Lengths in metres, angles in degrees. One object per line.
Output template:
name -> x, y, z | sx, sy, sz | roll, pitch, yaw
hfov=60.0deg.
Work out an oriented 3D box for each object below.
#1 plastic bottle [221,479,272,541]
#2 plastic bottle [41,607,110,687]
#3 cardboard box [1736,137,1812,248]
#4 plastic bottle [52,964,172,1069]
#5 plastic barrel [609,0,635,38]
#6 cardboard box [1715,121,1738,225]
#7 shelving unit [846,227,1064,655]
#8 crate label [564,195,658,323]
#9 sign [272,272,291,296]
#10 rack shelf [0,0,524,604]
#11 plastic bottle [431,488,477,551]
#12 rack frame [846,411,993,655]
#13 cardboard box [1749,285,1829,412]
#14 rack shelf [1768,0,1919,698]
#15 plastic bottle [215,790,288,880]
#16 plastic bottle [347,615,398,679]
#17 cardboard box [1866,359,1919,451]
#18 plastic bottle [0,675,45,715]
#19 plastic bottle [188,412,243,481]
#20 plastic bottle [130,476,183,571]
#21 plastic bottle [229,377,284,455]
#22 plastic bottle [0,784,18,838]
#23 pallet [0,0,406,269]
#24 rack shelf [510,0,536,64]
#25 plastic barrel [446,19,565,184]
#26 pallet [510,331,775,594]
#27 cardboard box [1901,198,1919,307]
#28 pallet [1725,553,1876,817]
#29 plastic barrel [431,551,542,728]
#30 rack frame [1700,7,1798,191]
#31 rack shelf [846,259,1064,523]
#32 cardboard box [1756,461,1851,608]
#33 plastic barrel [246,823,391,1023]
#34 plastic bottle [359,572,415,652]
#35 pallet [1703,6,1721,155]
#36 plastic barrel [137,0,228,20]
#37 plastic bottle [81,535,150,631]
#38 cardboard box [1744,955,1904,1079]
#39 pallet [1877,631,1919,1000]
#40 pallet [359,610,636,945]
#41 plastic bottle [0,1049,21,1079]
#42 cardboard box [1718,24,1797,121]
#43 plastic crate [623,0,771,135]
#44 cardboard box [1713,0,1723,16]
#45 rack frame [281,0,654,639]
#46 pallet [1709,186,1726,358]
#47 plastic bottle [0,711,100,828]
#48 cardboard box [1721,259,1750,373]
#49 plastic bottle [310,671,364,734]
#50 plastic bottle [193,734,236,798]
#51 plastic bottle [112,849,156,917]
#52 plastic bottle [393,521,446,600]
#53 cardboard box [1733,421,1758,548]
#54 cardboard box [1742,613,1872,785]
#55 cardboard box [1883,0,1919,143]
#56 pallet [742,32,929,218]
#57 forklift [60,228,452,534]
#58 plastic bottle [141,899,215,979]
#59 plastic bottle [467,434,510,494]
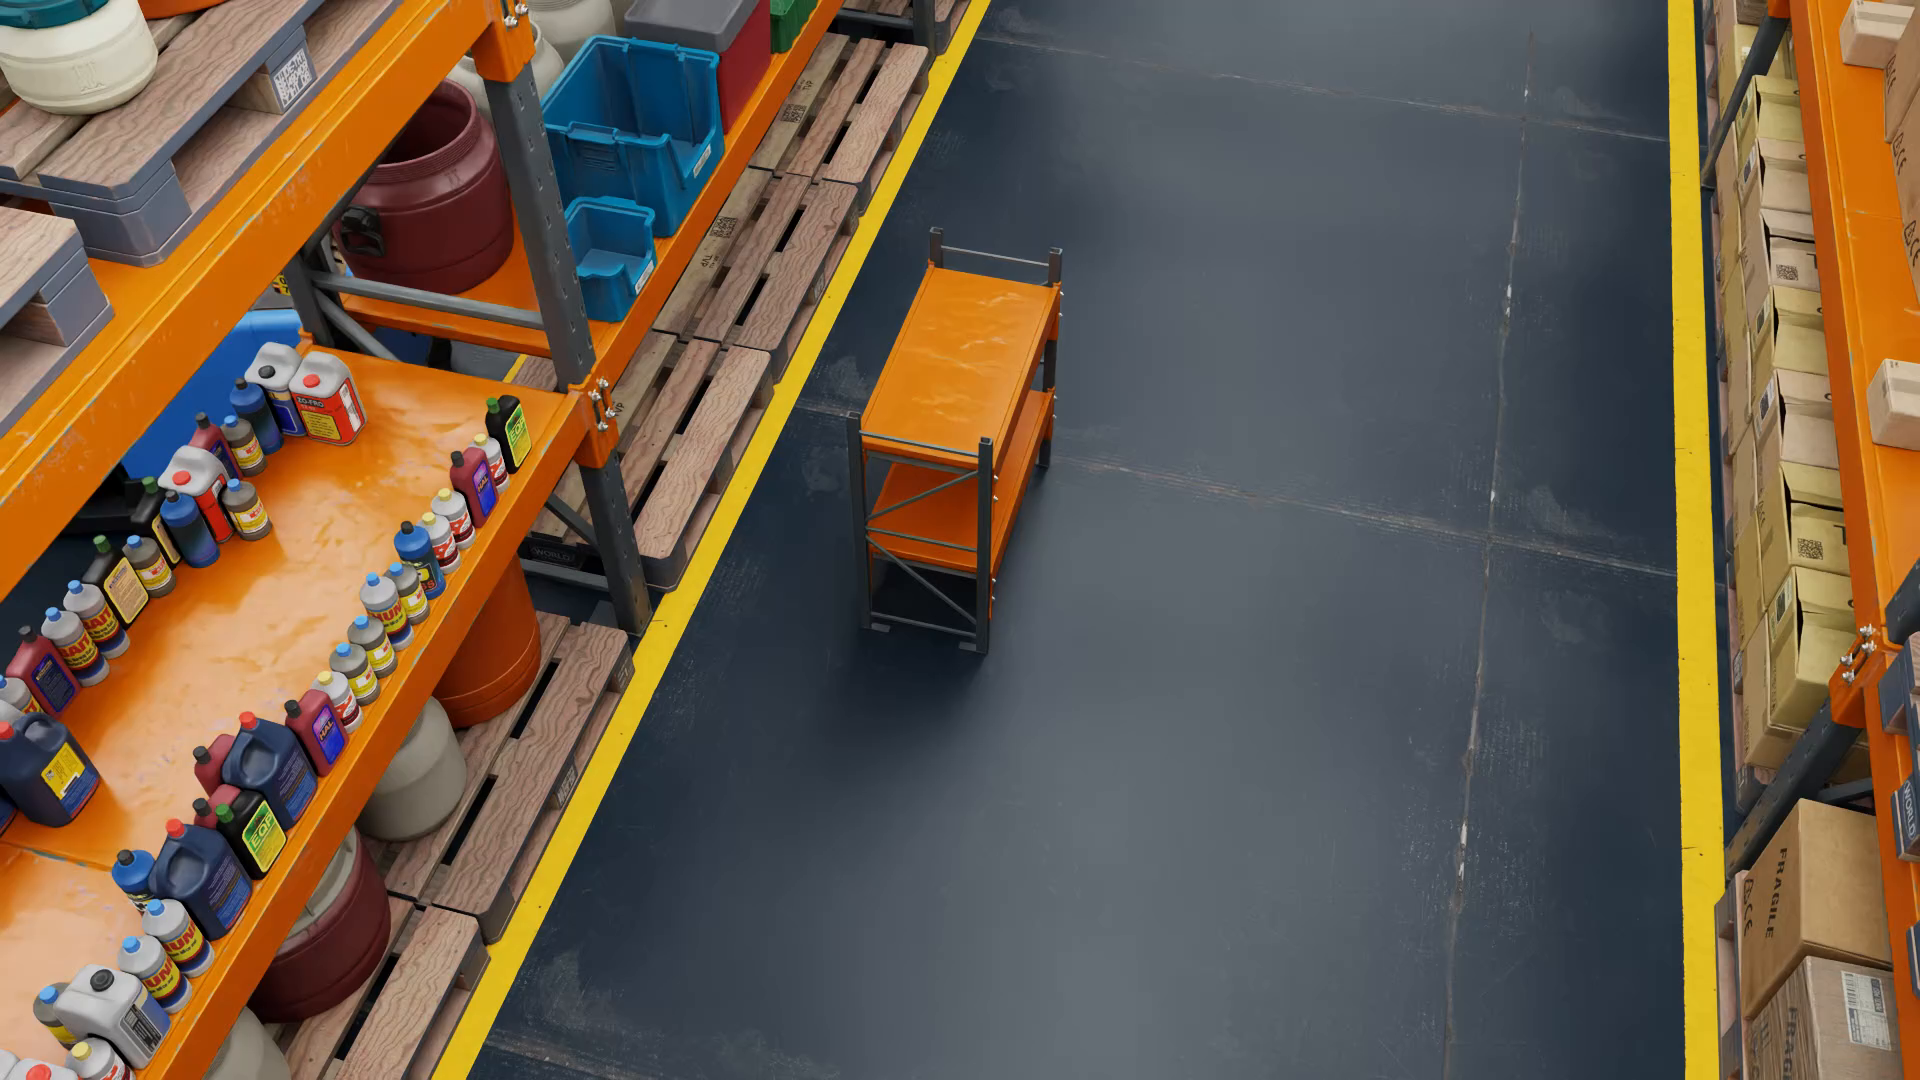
plastic bottle -> -2.104, -0.099, 4.888 | 0.097, 0.201, 0.097 | 0, 49, 0
plastic bottle -> -2.407, 0.279, 4.508 | 0.097, 0.271, 0.097 | 0, 49, 0
cardboard box -> 3.663, -1.476, 7.151 | 0.500, 0.311, 0.500 | 11, 49, 10
plastic bottle -> -1.940, 1.078, 3.800 | 0.152, 0.276, 0.135 | 12, 50, 10
plastic barrel -> -1.399, -2.205, 6.524 | 0.433, 0.535, 0.433 | 0, 49, 0
cardboard box -> 3.804, -1.659, 7.686 | 0.500, 0.250, 0.500 | 10, 49, 9
shelving unit -> -0.002, -0.367, 6.243 | 0.538, 1.125, 1.048 | 12, 50, 10
crate label -> -1.209, -0.935, 5.605 | 0.303, 0.233, 0.416 | 12, 50, 10
sign -> -2.214, -0.917, 5.369 | 0.100, 0.325, 0.005 | 12, 50, 10
rack shelf -> -2.208, -0.067, 3.207 | 1.077, 0.370, 4.000 | 12, 50, 10
plastic bottle -> -1.485, -0.070, 4.863 | 0.097, 0.201, 0.097 | 0, 49, 0
rack frame -> -0.136, 0.000, 5.918 | 0.500, 1.125, 0.032 | 12, 50, 10
cardboard box -> 3.397, -0.725, 6.488 | 0.500, 0.311, 0.500 | 13, 50, 11
rack shelf -> 3.623, -0.988, 6.020 | 1.077, 0.370, 4.000 | 12, 50, 10
plastic bottle -> -1.761, 0.713, 4.117 | 0.061, 0.283, 0.133 | 12, 50, 10
plastic bottle -> -1.613, 0.282, 4.552 | 0.097, 0.201, 0.097 | 0, 49, 0
cardboard box -> 3.067, -0.401, 5.190 | 0.380, 0.149, 0.250 | 12, 50, 10
plastic bottle -> -2.468, 0.446, 4.360 | 0.097, 0.271, 0.097 | 0, 49, 0
plastic bottle -> -2.238, -0.243, 4.960 | 0.061, 0.283, 0.133 | 12, 50, 10
plastic bottle -> -2.308, -0.049, 4.789 | 0.061, 0.283, 0.133 | 12, 50, 10
plastic bottle -> -2.164, -0.389, 5.098 | 0.097, 0.271, 0.097 | 0, 49, 0
plastic bottle -> -2.518, 0.624, 4.150 | 0.144, 0.351, 0.185 | 12, 50, 10
pallet -> -1.977, -1.156, 3.813 | 1.003, 0.211, 1.213 | 12, 50, 10
rack shelf -> -1.155, -2.961, 5.760 | 1.077, 0.370, 4.000 | 12, 50, 10
plastic barrel -> -1.617, -1.583, 5.991 | 0.421, 0.512, 0.421 | 0, 49, 0
pallet -> -1.440, -0.389, 6.872 | 1.003, 0.211, 1.213 | 12, 50, 10
cardboard box -> 3.522, -1.029, 5.510 | 0.500, 0.500, 0.500 | 9, 49, 8
pallet -> 3.351, 0.556, 6.038 | 1.003, 0.211, 1.213 | 12, 50, 10
plastic barrel -> -1.794, 0.177, 5.679 | 0.600, 0.830, 0.708 | 12, 50, 10
rack frame -> 4.149, -2.673, 7.027 | 1.000, 3.000, 0.127 | 12, 50, 10
rack shelf -> -0.002, -0.561, 6.023 | 0.538, 0.278, 1.000 | 12, 50, 10
cardboard box -> 3.127, 0.001, 5.847 | 0.500, 0.311, 0.500 | 11, 49, 9
plastic barrel -> -2.091, 1.074, 5.049 | 0.600, 0.588, 0.708 | 12, 50, 10
plastic bottle -> -1.587, 0.188, 4.588 | 0.097, 0.271, 0.097 | 0, 49, 0
pallet -> 4.399, -2.317, 8.573 | 1.003, 0.211, 1.213 | 12, 50, 10
plastic barrel -> -1.834, -1.623, 3.534 | 0.600, 0.830, 0.708 | 12, 50, 10
plastic bottle -> -2.369, 0.118, 4.642 | 0.061, 0.283, 0.133 | 12, 50, 10
cardboard box -> 2.569, 1.555, 4.670 | 0.500, 0.500, 0.500 | 10, 49, 9
pallet -> 2.986, 0.788, 4.100 | 1.213, 0.211, 1.003 | 12, 50, 10
pallet -> -1.849, 0.742, 5.873 | 1.003, 0.211, 1.213 | 12, 50, 10
plastic bottle -> -2.148, 1.215, 3.678 | 0.152, 0.276, 0.135 | 12, 50, 10
cardboard box -> 4.060, -2.280, 8.235 | 0.500, 0.250, 0.500 | 12, 50, 10
plastic crate -> -0.961, -1.889, 6.293 | 0.402, 0.464, 0.583 | 12, 50, 10
cardboard box -> 4.319, -3.005, 8.874 | 0.500, 0.250, 0.500 | 12, 50, 10
rack frame -> -1.681, -0.760, 5.339 | 1.000, 3.000, 0.127 | 12, 50, 10
pallet -> 3.993, -1.209, 7.595 | 1.003, 0.211, 1.213 | 12, 50, 10
plastic bottle -> -2.336, 0.557, 4.210 | 0.144, 0.351, 0.185 | 12, 50, 10
cardboard box -> 3.535, -0.914, 7.029 | 0.500, 0.250, 0.500 | 10, 49, 9
plastic bottle -> -1.664, 0.423, 4.428 | 0.097, 0.201, 0.097 | 0, 49, 0
plastic bottle -> -1.865, 0.588, 4.227 | 0.061, 0.283, 0.133 | 12, 50, 10
plastic bottle -> -1.971, 0.831, 4.020 | 0.097, 0.271, 0.097 | 0, 49, 0
plastic bottle -> -1.536, 0.047, 4.712 | 0.097, 0.271, 0.097 | 0, 49, 0
cardboard box -> 3.267, -0.174, 6.375 | 0.500, 0.250, 0.500 | 13, 50, 11
cardboard box -> 3.000, 0.563, 5.725 | 0.500, 0.250, 0.500 | 13, 50, 11
cardboard box -> 3.793, -1.772, 6.166 | 0.500, 0.500, 0.500 | 15, 50, 13
pallet -> -0.798, -2.154, 8.429 | 1.003, 0.211, 1.213 | 12, 50, 10
forklift -> -3.713, -1.359, 5.913 | 3.031, 2.935, 1.130 | -3, 49, -3
plastic bottle -> -1.857, 0.930, 3.933 | 0.097, 0.271, 0.097 | 0, 49, 0
plastic bottle -> -1.424, -0.237, 5.010 | 0.097, 0.201, 0.097 | 0, 49, 0
